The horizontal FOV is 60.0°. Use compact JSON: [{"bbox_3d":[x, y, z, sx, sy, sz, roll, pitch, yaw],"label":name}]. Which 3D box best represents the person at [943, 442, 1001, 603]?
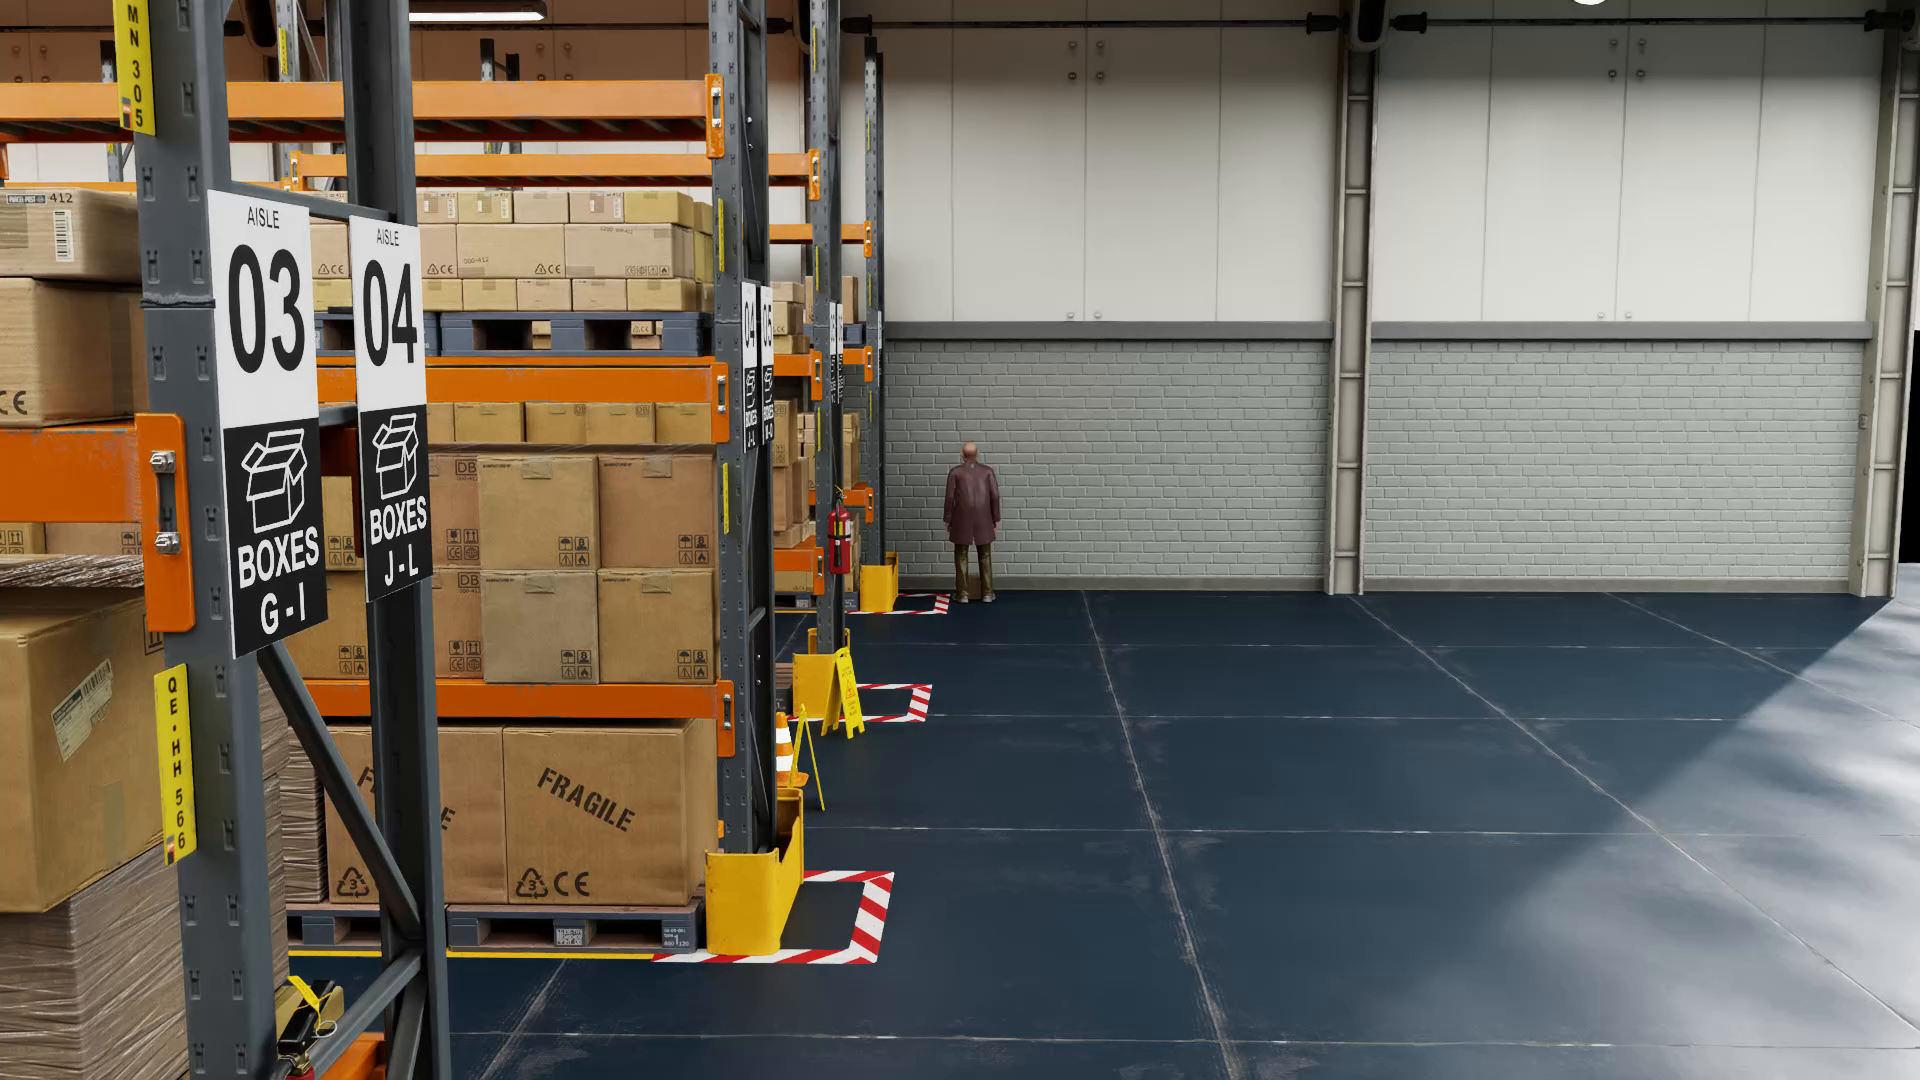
[{"bbox_3d":[0.133,-0.197,18.416,0.643,1.773,0.431,-1,7,-6],"label":"person"}]
